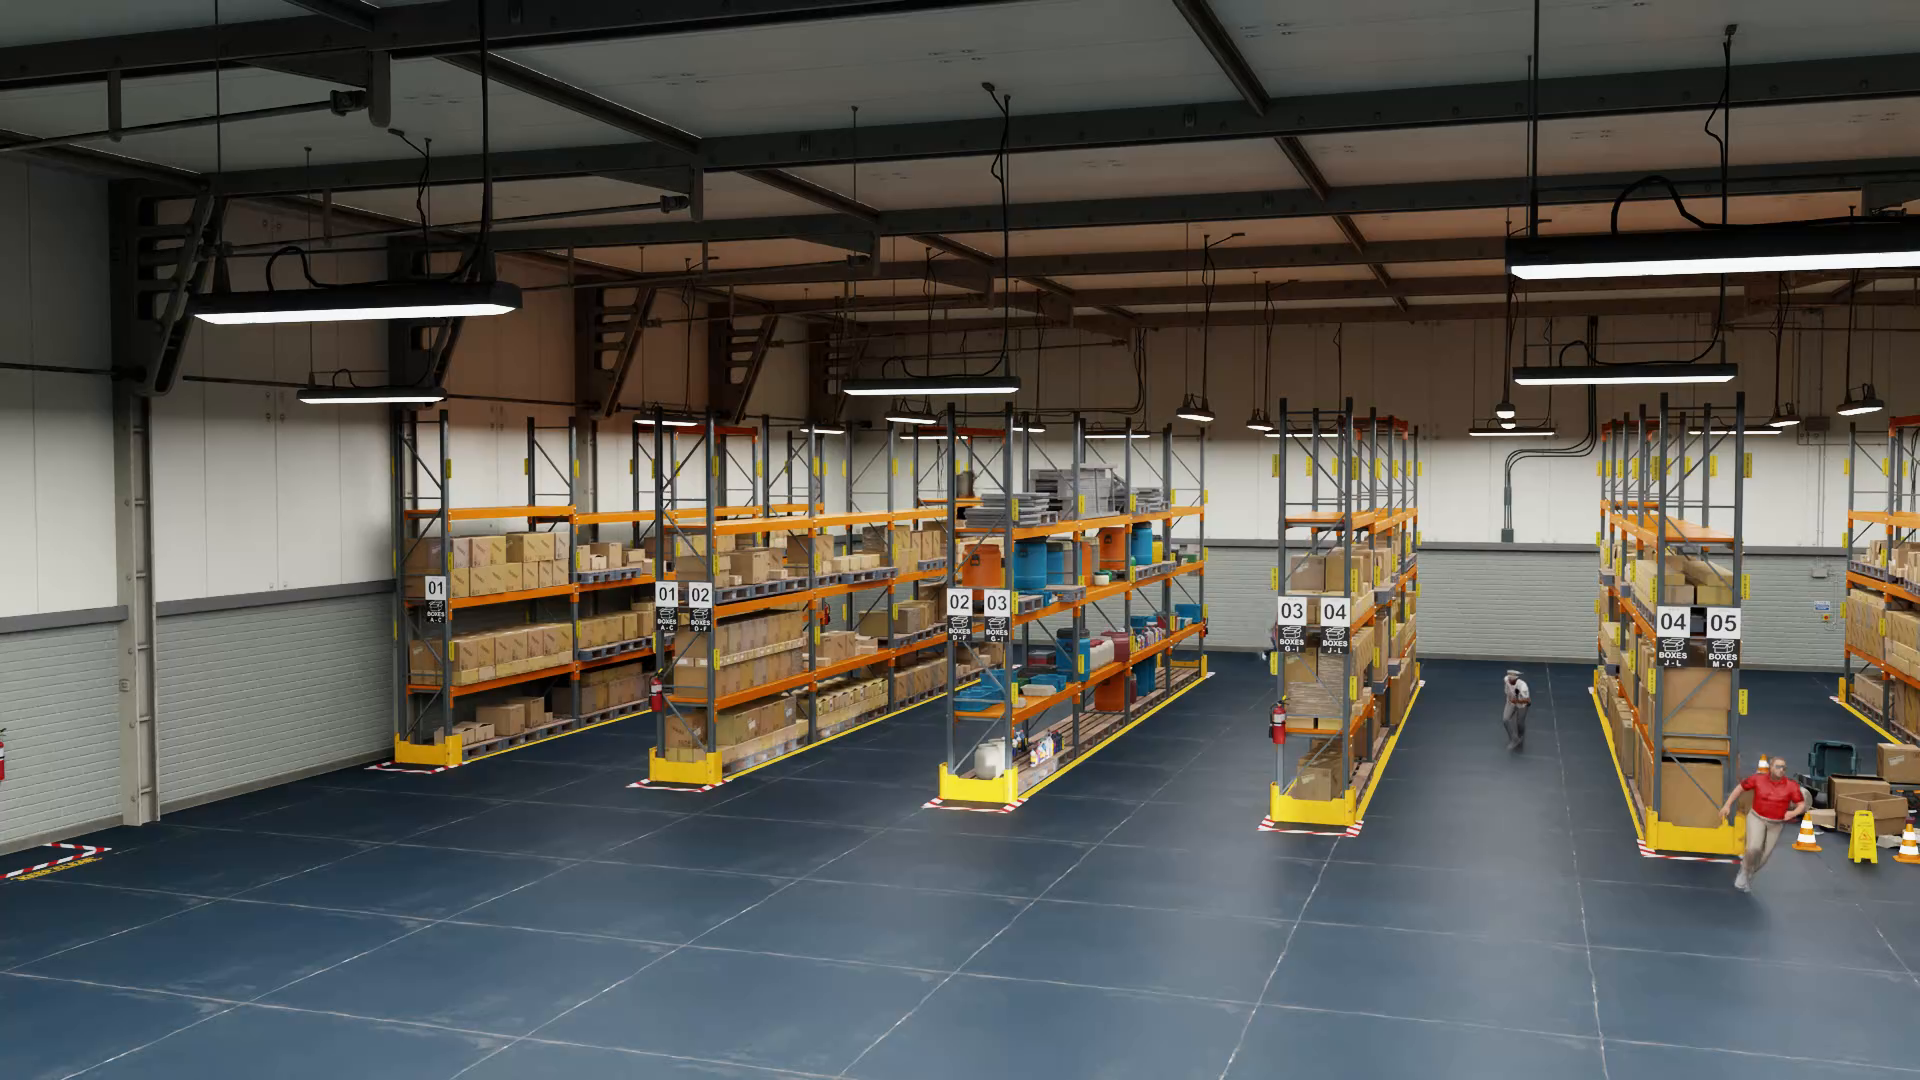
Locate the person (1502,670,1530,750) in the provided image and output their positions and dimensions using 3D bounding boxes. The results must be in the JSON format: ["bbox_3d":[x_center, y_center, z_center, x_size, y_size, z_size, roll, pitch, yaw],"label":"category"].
[{"bbox_3d":[10.024,3.022,29.869,0.569,1.440,1.111,2,3,35],"label":"person"}]

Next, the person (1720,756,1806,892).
[{"bbox_3d":[9.485,3.360,19.570,0.834,1.644,0.712,0,2,7],"label":"person"}]

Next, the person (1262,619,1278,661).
[{"bbox_3d":[7.992,2.498,42.043,0.543,1.421,0.910,-2,3,-32],"label":"person"}]
